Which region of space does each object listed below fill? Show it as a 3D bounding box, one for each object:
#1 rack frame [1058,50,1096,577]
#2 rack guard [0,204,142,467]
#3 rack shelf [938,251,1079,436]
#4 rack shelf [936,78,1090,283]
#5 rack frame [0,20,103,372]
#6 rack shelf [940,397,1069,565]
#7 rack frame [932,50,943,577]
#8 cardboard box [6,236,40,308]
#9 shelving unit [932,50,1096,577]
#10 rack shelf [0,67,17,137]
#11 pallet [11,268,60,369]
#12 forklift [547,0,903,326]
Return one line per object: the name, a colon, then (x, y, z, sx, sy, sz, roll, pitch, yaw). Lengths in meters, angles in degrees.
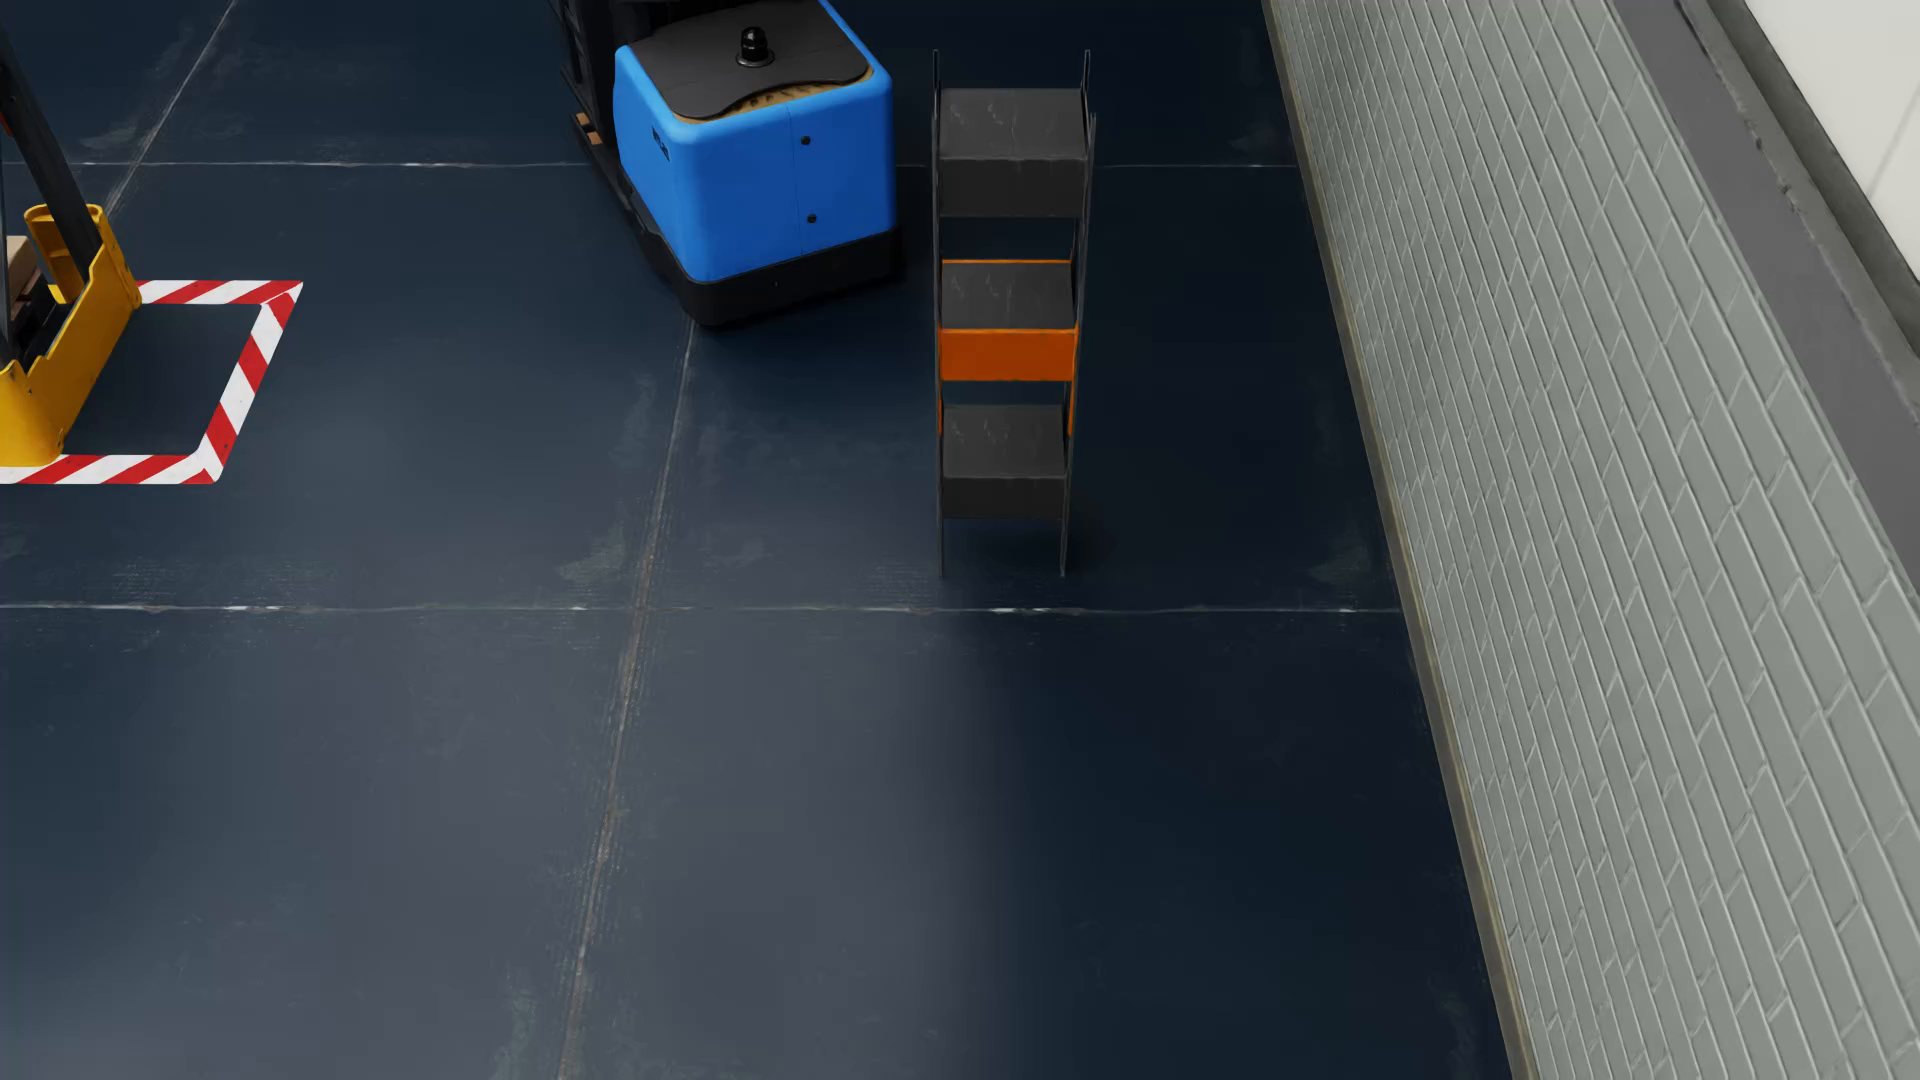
rack frame: (0.410, -0.714, 5.980, 0.015, 2.100, 0.400, 0, 47, 0)
rack guard: (-4.007, -0.910, 7.255, 0.348, 0.500, 1.175, 0, 47, 0)
rack shelf: (0.166, -0.706, 5.991, 0.480, 0.518, 0.431, 0, 47, 0)
rack shelf: (0.166, -1.183, 5.479, 0.480, 0.518, 0.431, 0, 47, 0)
rack frame: (-3.931, -1.761, 6.340, 0.127, 3.000, 1.000, 0, 47, 0)
rack shelf: (0.166, -0.229, 6.503, 0.480, 0.518, 0.431, 0, 47, 0)
rack frame: (-0.078, -0.716, 5.982, 0.015, 2.100, 0.400, 0, 47, 0)
cardboard box: (-4.349, -1.192, 7.458, 0.250, 0.149, 0.380, 0, 47, 0)
shelving unit: (0.166, -0.715, 5.981, 0.503, 2.100, 0.431, 0, 47, 0)
rack shelf: (-5.931, -1.521, 6.608, 4.000, 0.370, 1.077, 0, 47, 0)
pallet: (-4.805, -0.812, 7.362, 1.213, 0.211, 1.003, 0, 47, 0)
forklift: (-1.371, -3.061, 7.597, 1.130, 2.935, 3.031, -20, 50, -17)
